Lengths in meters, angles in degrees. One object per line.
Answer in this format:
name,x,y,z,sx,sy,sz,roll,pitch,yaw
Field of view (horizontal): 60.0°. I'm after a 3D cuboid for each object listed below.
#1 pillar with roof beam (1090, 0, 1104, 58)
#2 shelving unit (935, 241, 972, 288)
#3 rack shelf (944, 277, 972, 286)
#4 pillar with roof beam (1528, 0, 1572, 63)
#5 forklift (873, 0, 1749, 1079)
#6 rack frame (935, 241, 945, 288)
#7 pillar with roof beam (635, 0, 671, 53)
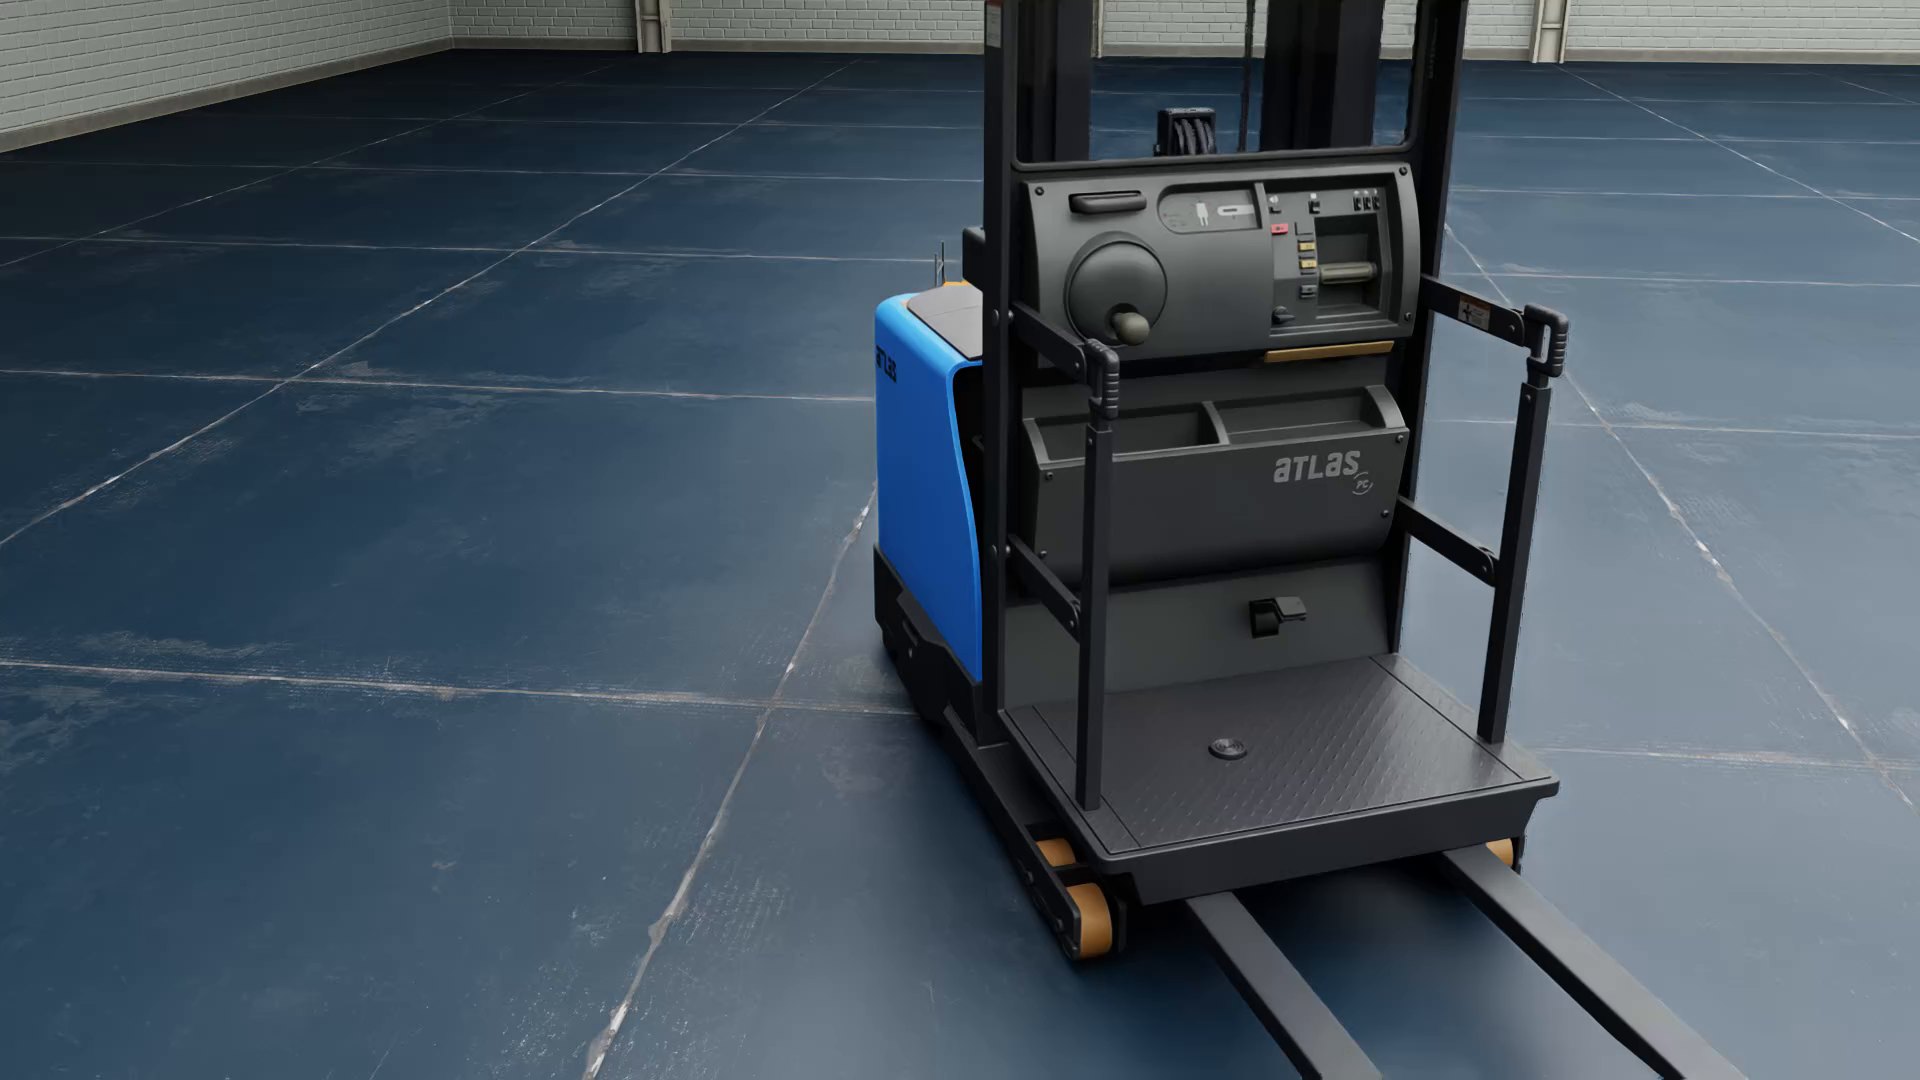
pillar with roof beam,1.214,-9.144,16.830,0.400,9.000,9.100,2,22,6
shelving unit,0.053,-0.486,5.741,0.252,1.050,0.215,2,22,6
rack shelf,0.053,-0.740,5.641,0.240,0.259,0.215,2,22,6
pillar with roof beam,7.172,-8.885,16.174,0.400,9.000,9.100,2,22,6
forklift,0.663,-0.612,3.502,1.130,2.935,3.031,-7,22,-16
rack frame,-0.068,-0.491,5.754,0.008,1.050,0.200,2,22,6
pillar with roof beam,-4.745,-9.404,17.487,0.400,9.000,9.100,2,22,6
